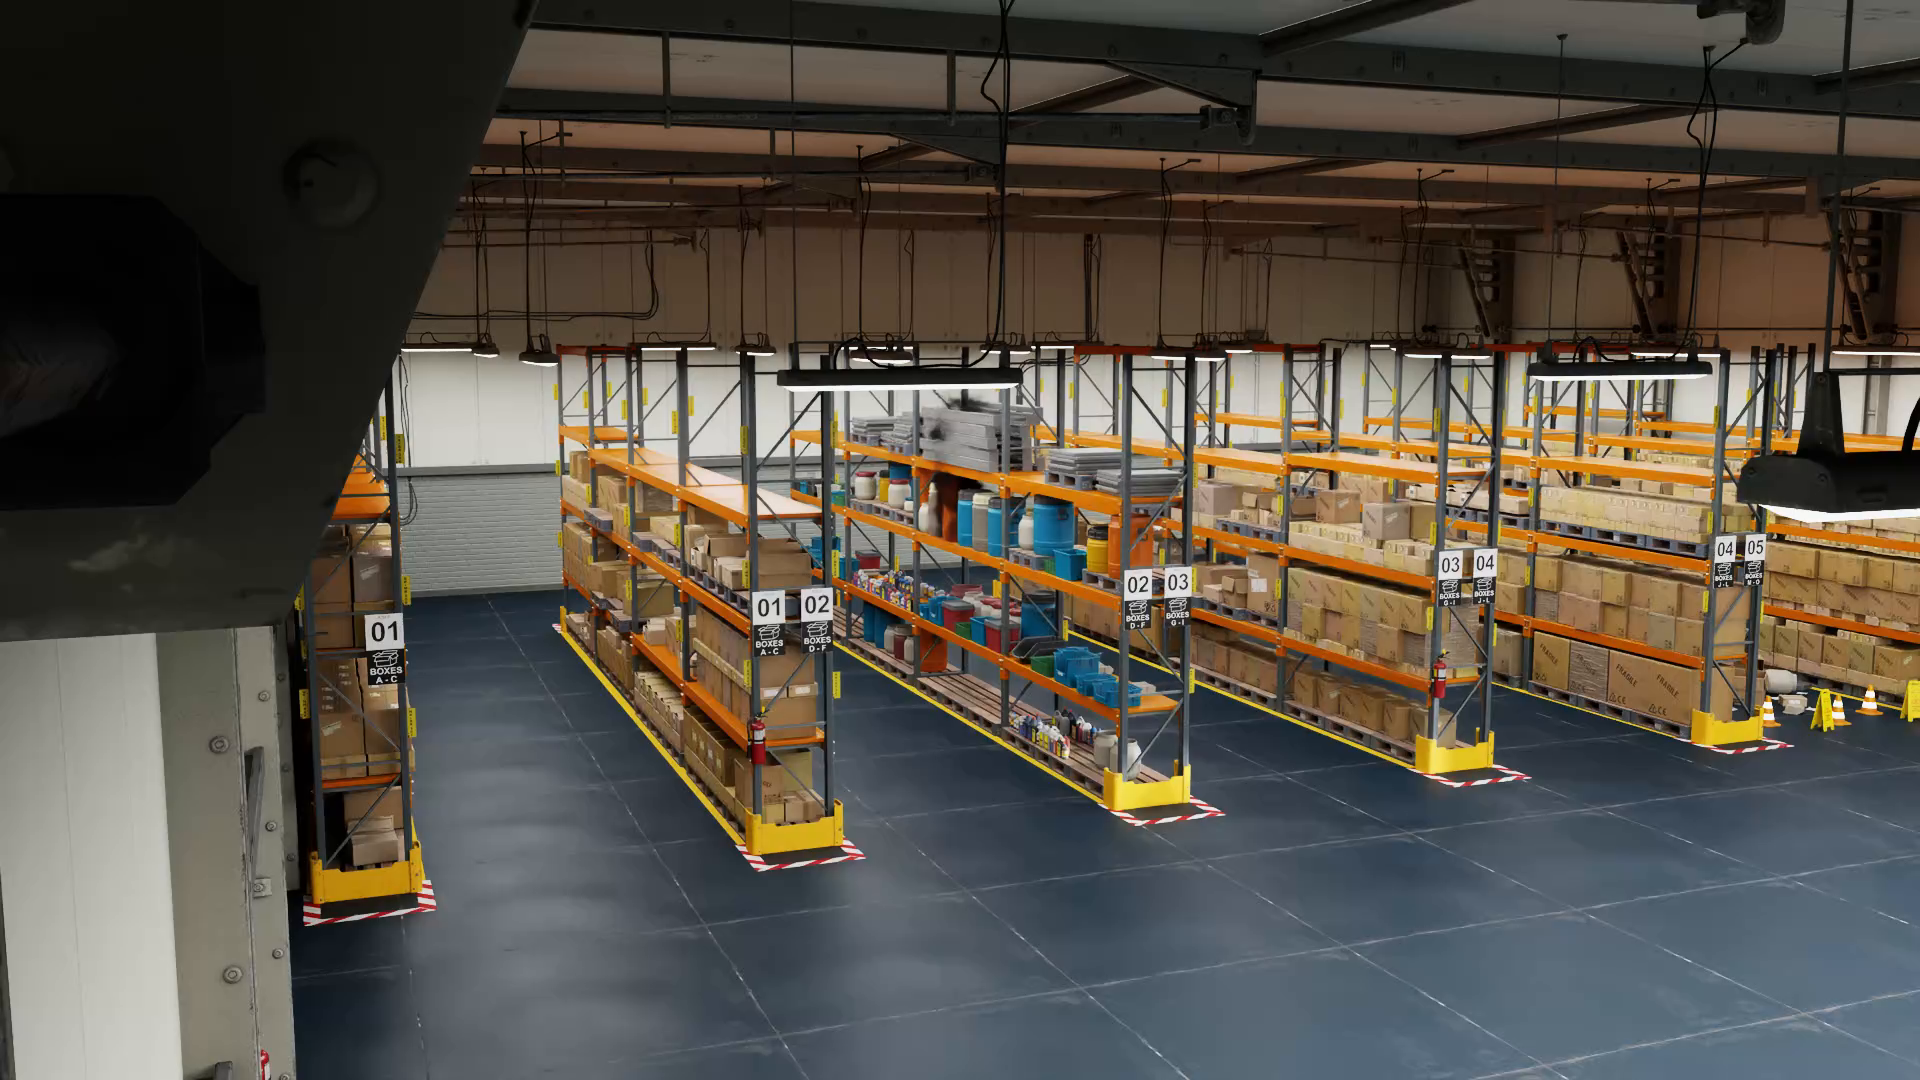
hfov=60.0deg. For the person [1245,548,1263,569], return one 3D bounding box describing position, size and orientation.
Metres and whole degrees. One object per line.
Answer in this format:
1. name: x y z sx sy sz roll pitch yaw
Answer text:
1. person: 6.296 0.972 35.247 0.669 1.699 0.666 -3 8 -23
